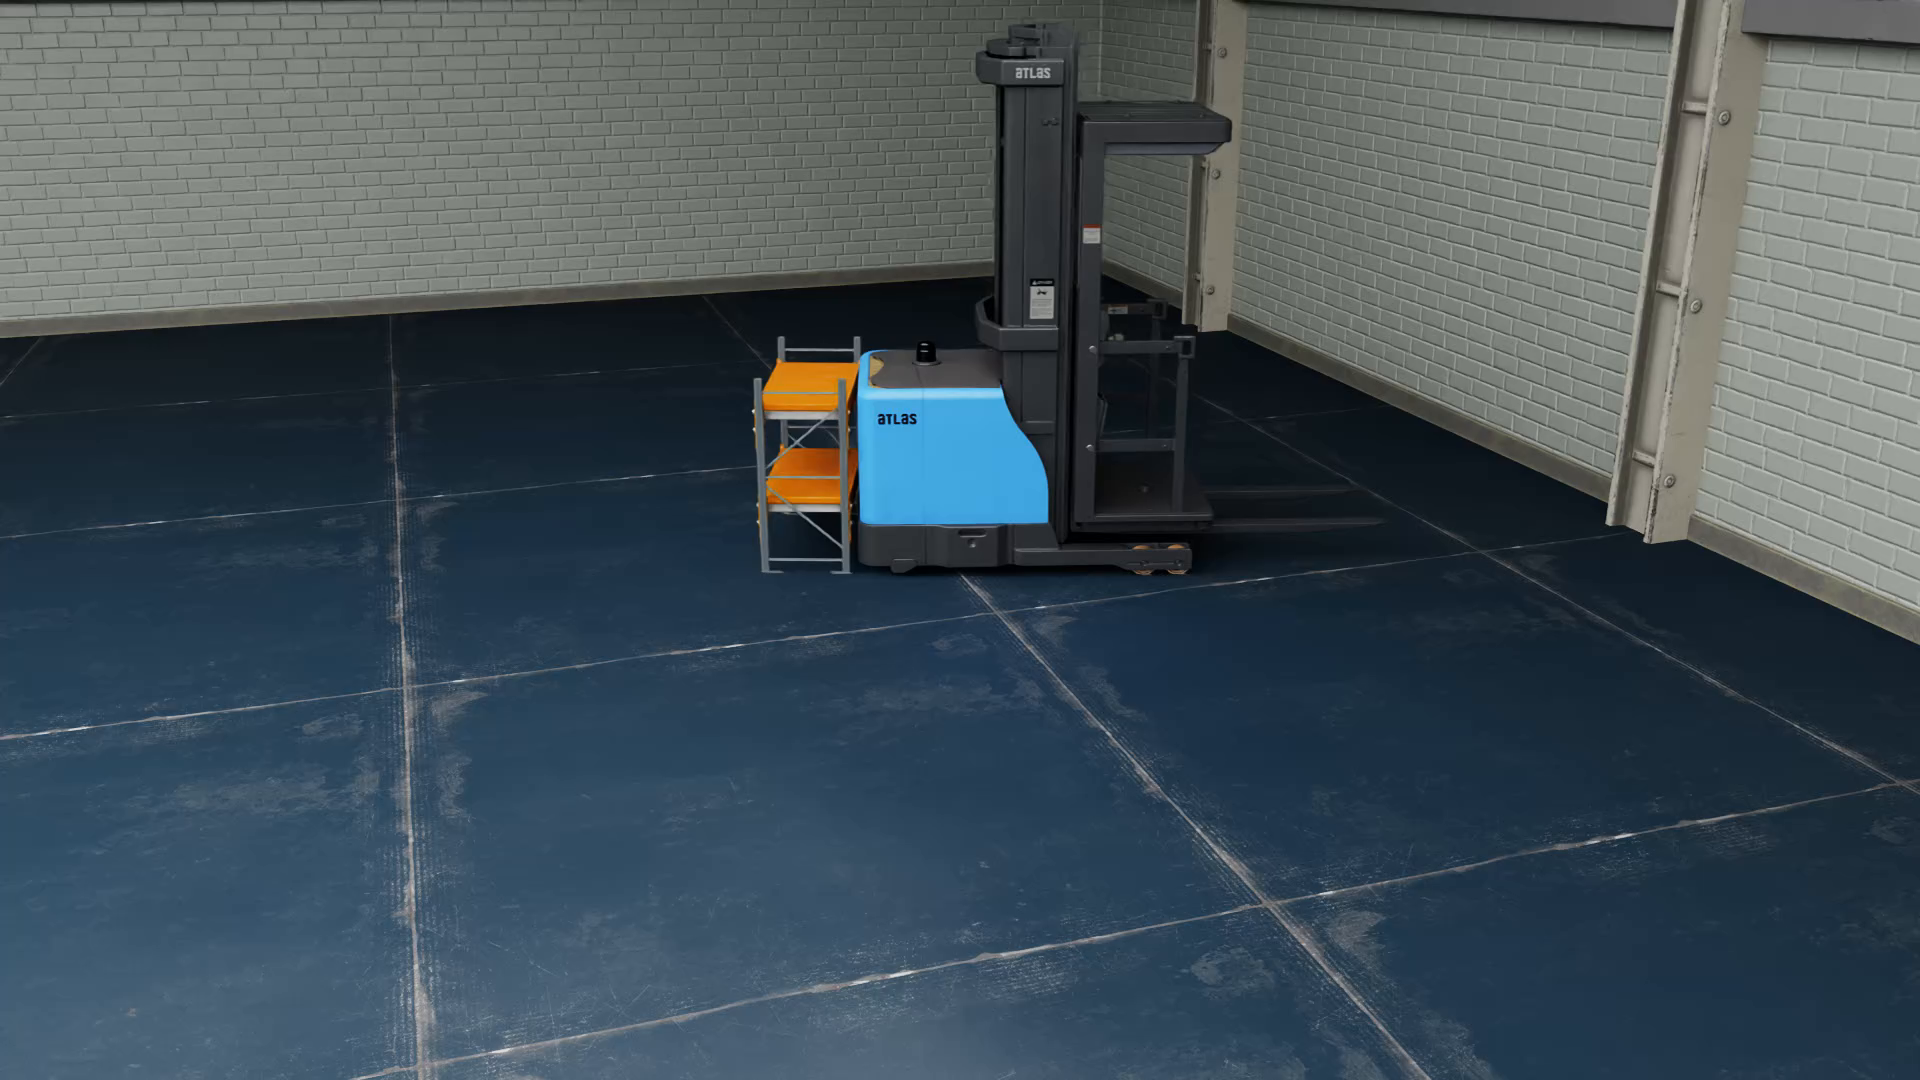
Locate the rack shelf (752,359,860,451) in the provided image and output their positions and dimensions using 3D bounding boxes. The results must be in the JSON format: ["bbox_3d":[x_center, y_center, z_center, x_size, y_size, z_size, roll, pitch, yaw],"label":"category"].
[{"bbox_3d":[-0.857,-0.792,9.592,0.538,0.278,1.000,0,20,1],"label":"rack shelf"}]

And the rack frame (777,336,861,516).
[{"bbox_3d":[-0.845,-0.688,10.169,0.500,1.125,0.032,0,20,1],"label":"rack frame"}]

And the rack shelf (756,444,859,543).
[{"bbox_3d":[-0.857,-0.286,9.773,0.538,0.278,1.000,0,20,1],"label":"rack shelf"}]

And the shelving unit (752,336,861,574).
[{"bbox_3d":[-0.857,-0.517,9.691,0.538,1.125,1.048,0,20,1],"label":"shelving unit"}]

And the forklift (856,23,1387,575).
[{"bbox_3d":[0.924,-1.360,9.367,3.031,2.935,1.130,-1,20,-2],"label":"forklift"}]

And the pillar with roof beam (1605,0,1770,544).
[{"bbox_3d":[0.079,-3.835,7.280,9.100,9.000,0.400,-6,21,-17],"label":"pillar with roof beam"}]

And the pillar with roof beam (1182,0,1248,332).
[{"bbox_3d":[-1.807,-5.760,12.641,9.100,9.000,0.400,-6,21,-17],"label":"pillar with roof beam"}]

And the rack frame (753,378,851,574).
[{"bbox_3d":[-0.869,-0.345,9.212,0.500,1.125,0.032,0,20,1],"label":"rack frame"}]
